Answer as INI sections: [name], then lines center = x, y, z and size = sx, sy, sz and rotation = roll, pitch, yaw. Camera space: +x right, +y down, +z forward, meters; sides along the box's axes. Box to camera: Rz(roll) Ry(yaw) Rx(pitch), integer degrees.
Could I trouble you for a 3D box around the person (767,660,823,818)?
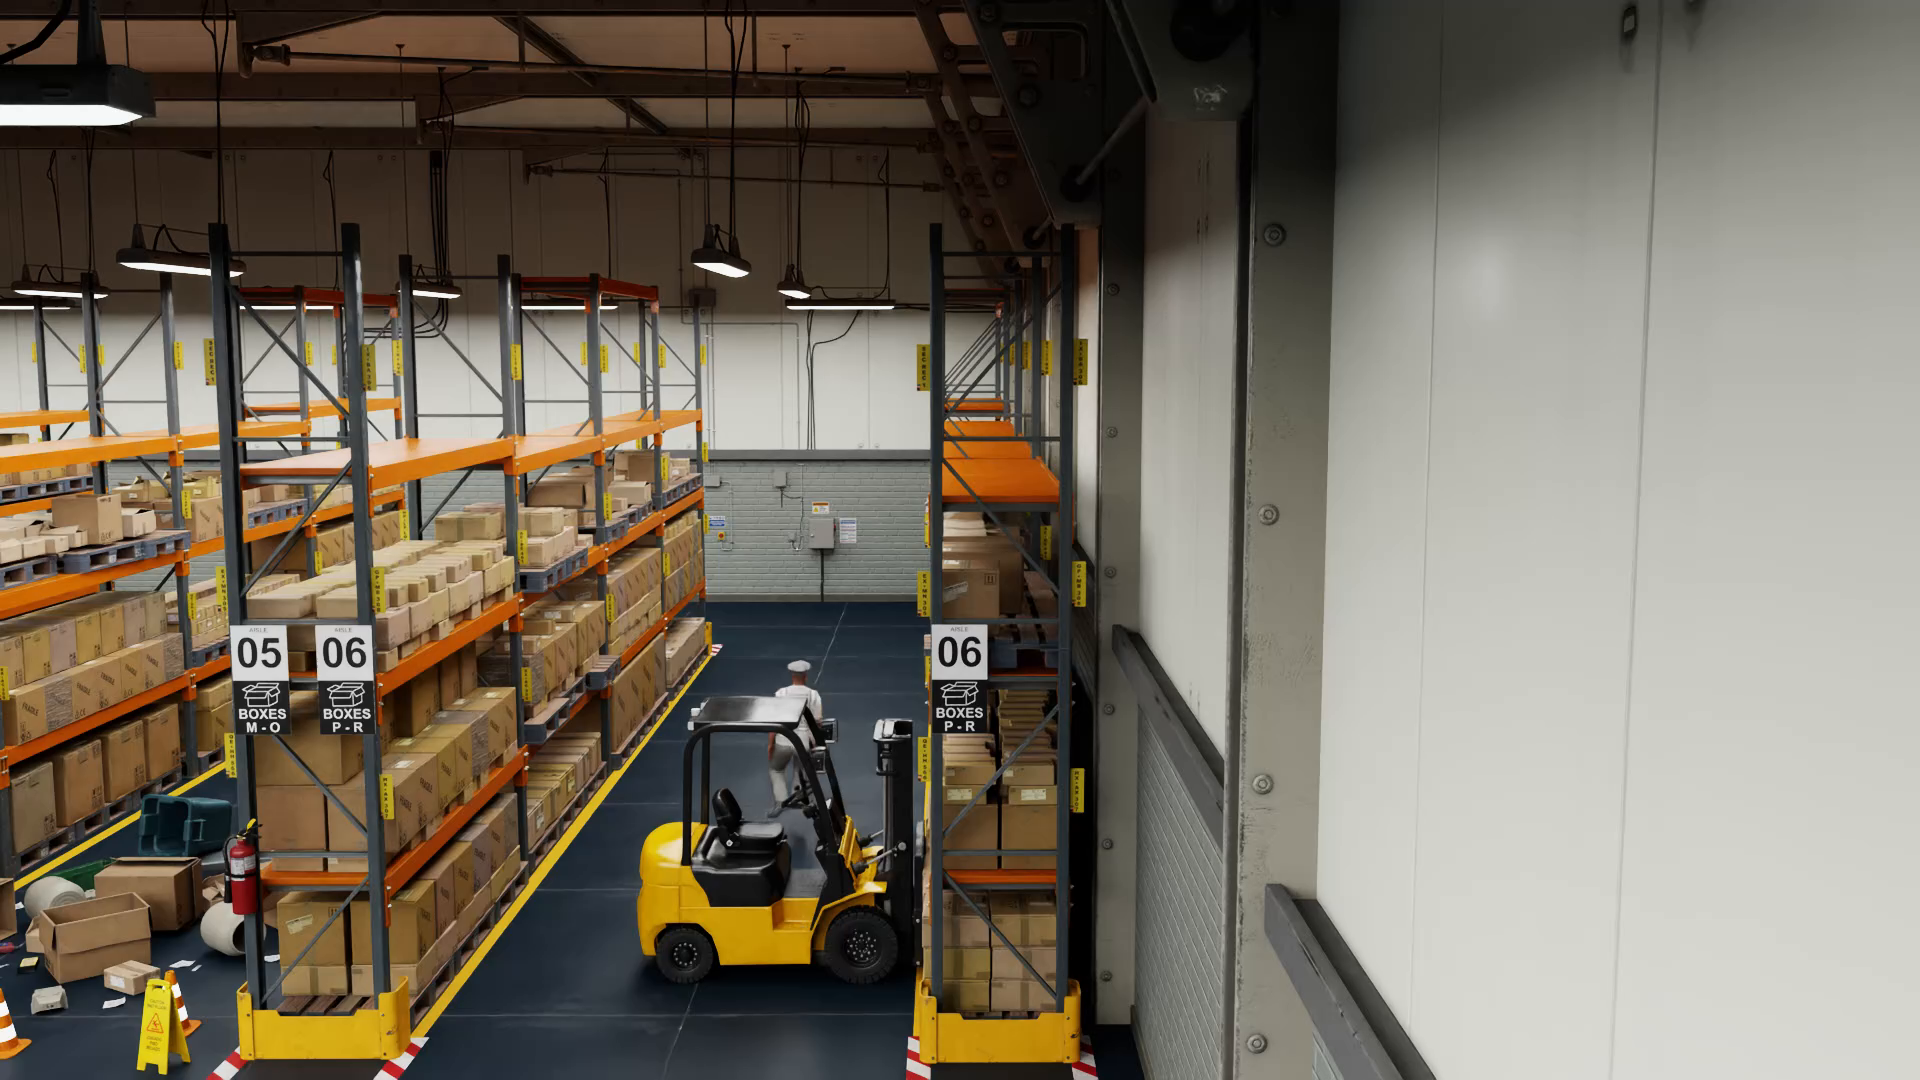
[person]
center = -1.753, 2.119, 17.617
size = 0.595, 1.667, 0.530
rotation = -1, 7, -6
